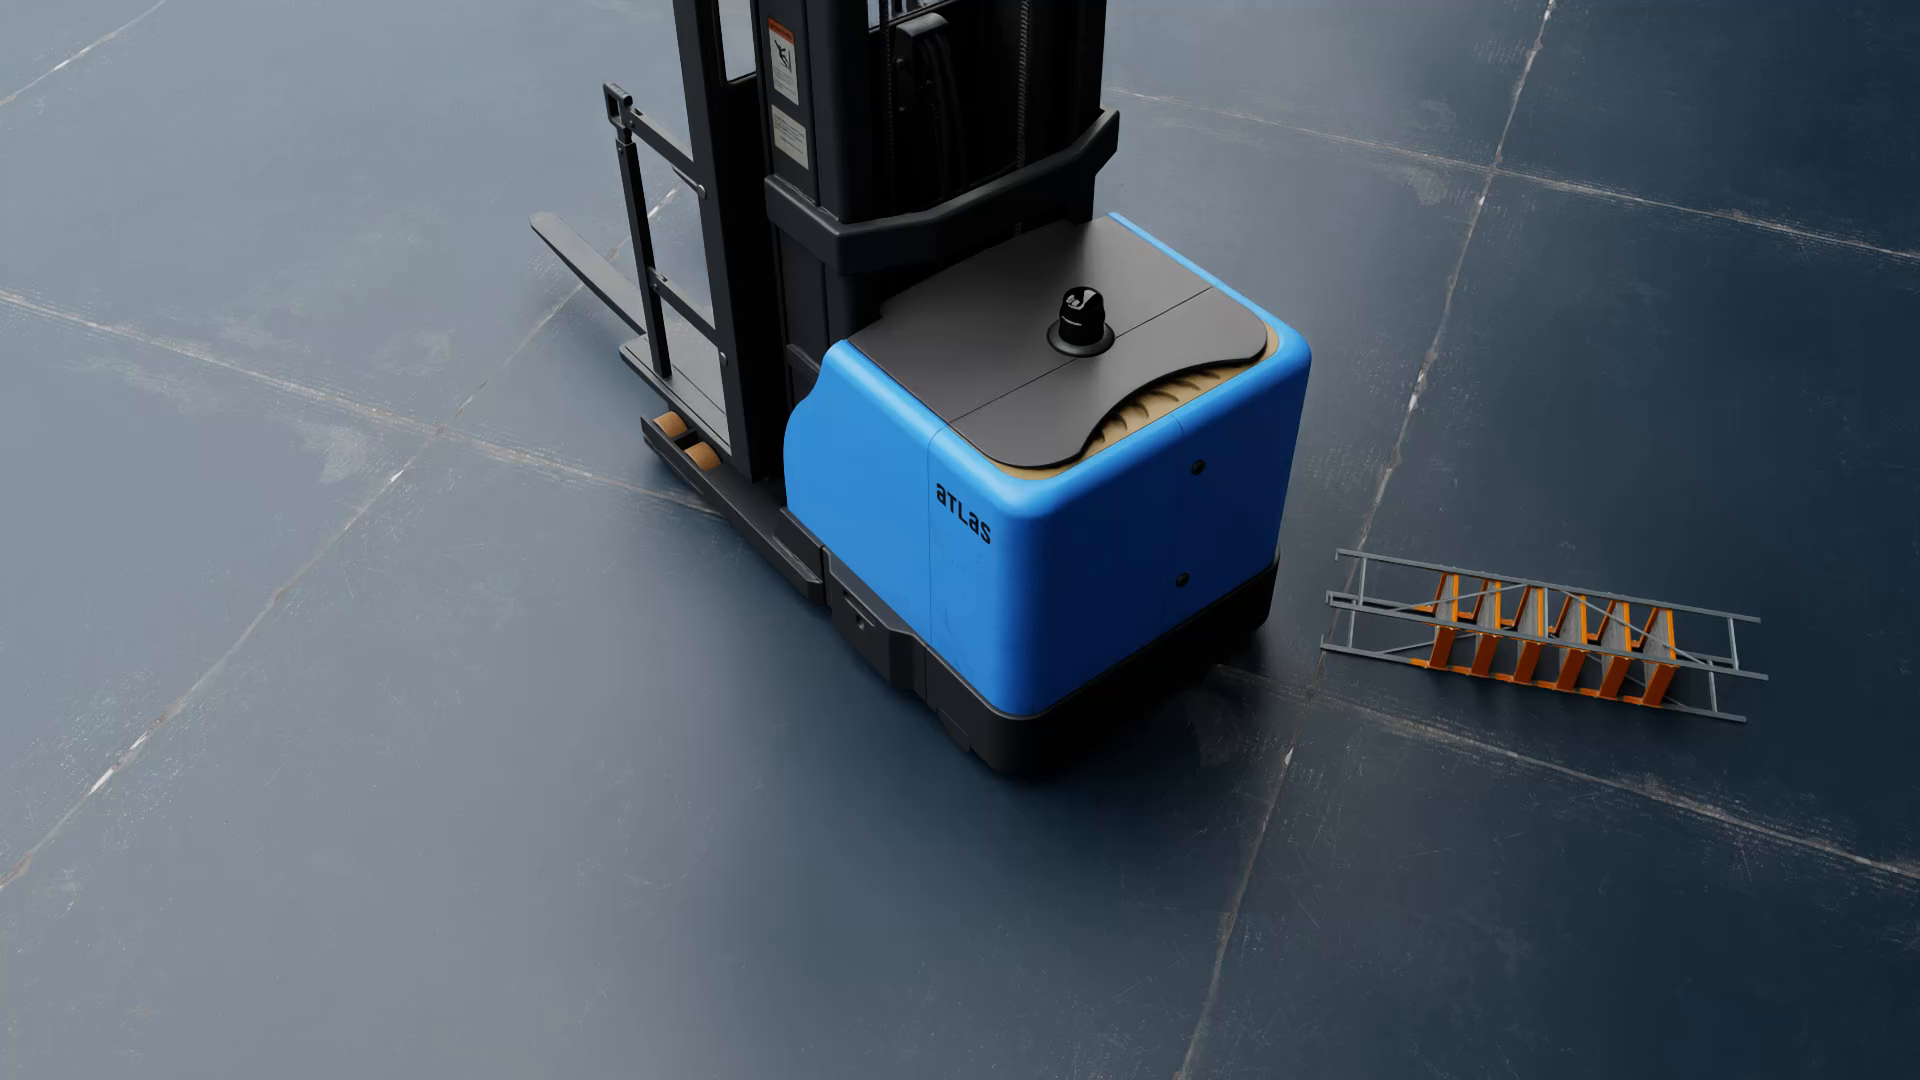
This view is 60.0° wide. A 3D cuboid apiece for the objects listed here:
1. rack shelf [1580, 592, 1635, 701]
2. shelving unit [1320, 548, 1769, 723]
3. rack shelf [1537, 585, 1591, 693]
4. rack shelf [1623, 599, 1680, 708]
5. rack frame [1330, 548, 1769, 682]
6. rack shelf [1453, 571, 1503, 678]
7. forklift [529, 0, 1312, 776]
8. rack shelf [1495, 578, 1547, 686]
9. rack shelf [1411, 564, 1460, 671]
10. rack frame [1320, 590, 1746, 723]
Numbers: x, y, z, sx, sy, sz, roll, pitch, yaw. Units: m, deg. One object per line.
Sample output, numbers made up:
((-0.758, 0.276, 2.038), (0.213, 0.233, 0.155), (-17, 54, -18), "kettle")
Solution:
((1.867, 0.305, 4.806), (0.103, 0.180, 0.258), (10, 46, 10), "rack shelf")
((1.677, 0.273, 4.839), (1.200, 0.189, 0.258), (10, 46, 10), "shelving unit")
((1.750, 0.285, 4.826), (0.103, 0.180, 0.258), (10, 46, 10), "rack shelf")
((1.984, 0.325, 4.786), (0.103, 0.180, 0.258), (10, 46, 10), "rack shelf")
((1.677, 0.208, 4.774), (1.200, 0.006, 0.240), (10, 46, 10), "rack frame")
((1.517, 0.245, 4.866), (0.103, 0.180, 0.258), (10, 46, 10), "rack shelf")
((-0.389, -1.385, 4.564), (1.130, 2.935, 3.031), (-29, 52, -26), "forklift")
((1.634, 0.265, 4.846), (0.103, 0.180, 0.258), (10, 46, 10), "rack shelf")
((1.400, 0.225, 4.886), (0.103, 0.180, 0.258), (10, 46, 10), "rack shelf")
((1.677, 0.338, 4.903), (1.200, 0.006, 0.240), (10, 46, 10), "rack frame")
